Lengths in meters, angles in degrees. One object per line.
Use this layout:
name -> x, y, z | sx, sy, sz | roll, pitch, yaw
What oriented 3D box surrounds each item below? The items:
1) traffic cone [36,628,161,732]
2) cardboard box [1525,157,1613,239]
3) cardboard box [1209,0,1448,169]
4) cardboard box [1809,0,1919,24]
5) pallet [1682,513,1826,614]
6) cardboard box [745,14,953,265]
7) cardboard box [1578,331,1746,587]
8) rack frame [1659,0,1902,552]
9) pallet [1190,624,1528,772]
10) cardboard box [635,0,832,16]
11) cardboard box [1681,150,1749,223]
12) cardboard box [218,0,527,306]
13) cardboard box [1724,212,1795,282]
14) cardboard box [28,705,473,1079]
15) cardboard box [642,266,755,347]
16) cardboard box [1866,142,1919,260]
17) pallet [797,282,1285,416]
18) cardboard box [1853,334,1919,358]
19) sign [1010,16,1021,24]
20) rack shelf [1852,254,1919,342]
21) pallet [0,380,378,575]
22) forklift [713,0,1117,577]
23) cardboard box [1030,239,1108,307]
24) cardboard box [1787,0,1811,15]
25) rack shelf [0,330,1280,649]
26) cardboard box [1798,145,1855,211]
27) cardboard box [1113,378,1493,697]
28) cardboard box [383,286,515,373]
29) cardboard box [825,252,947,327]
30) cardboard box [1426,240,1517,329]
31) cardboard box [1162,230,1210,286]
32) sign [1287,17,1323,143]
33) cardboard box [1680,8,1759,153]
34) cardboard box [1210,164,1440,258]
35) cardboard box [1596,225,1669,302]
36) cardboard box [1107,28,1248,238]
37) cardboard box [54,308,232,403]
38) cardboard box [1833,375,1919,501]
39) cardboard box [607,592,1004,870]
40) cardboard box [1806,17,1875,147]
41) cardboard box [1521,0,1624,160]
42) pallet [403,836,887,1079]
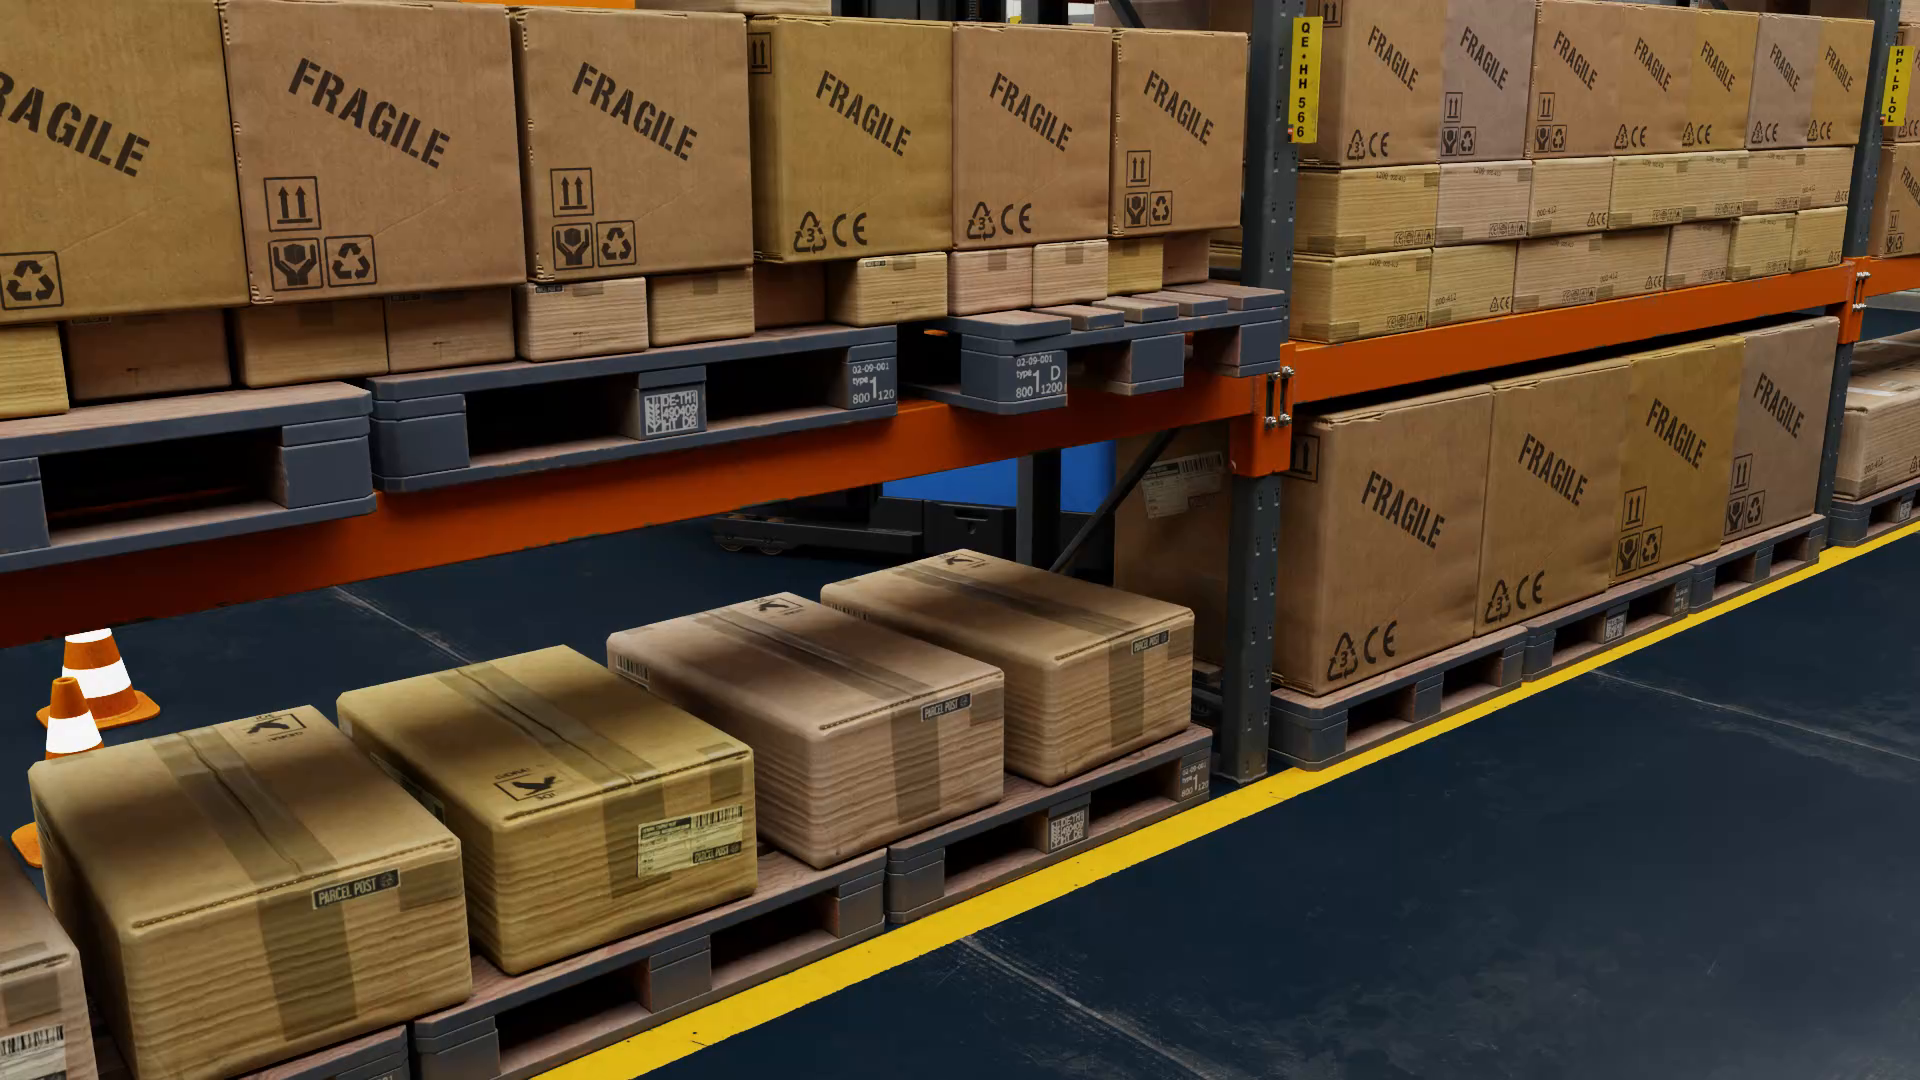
traffic cone -> -2.880, 0.361, 5.501 | 0.334, 0.463, 0.336 | -13, 19, -39
cardboard box -> 1.878, -1.192, 5.721 | 0.500, 0.250, 0.500 | -13, 20, -40
cardboard box -> 1.092, -1.383, 4.984 | 0.500, 0.500, 0.500 | -14, 20, -41
cardboard box -> 3.985, -2.341, 7.313 | 0.250, 0.149, 0.380 | -13, 20, -40
pallet -> 3.044, -0.001, 7.343 | 1.213, 0.211, 1.003 | -13, 19, -39
cardboard box -> -0.364, -0.904, 3.738 | 0.500, 0.500, 0.500 | -14, 21, -43
cardboard box -> 2.485, -0.394, 6.718 | 0.875, 0.875, 0.875 | -12, 19, -38
rack frame -> 3.577, -1.493, 7.528 | 0.127, 3.000, 1.000 | -13, 19, -39
pallet -> 1.203, 0.413, 5.796 | 1.213, 0.211, 1.003 | -13, 19, -39
cardboard box -> -0.490, -1.192, 3.559 | 0.250, 0.149, 0.380 | -14, 20, -42
cardboard box -> 2.645, -1.365, 6.371 | 0.500, 0.250, 0.500 | -12, 19, -38
cardboard box -> -1.157, -0.723, 3.059 | 0.500, 0.500, 0.500 | -13, 20, -40
cardboard box -> 3.019, -1.210, 6.757 | 0.500, 0.250, 0.500 | -13, 20, -40
cardboard box -> -1.524, 0.717, 3.532 | 0.625, 0.372, 0.950 | -11, 19, -36
cardboard box -> -0.650, -0.518, 3.549 | 0.250, 0.149, 0.380 | -13, 20, -41
cardboard box -> 4.103, -1.570, 7.622 | 0.500, 0.500, 0.500 | -12, 19, -38
pallet -> 0.092, -0.581, 4.486 | 1.003, 0.211, 1.213 | -13, 19, -39
cardboard box -> 5.477, -0.848, 9.263 | 0.875, 0.438, 0.875 | -12, 19, -38
sign -> 0.192, -1.483, 5.244 | 0.005, 0.325, 0.100 | -13, 19, -39
rack shelf -> 5.086, -1.484, 8.889 | 4.000, 0.370, 1.077 | -13, 19, -39
pallet -> -1.786, -0.146, 2.858 | 1.213, 0.211, 1.003 | -13, 19, -39
forklift -> -0.595, -1.470, 7.573 | 3.031, 2.935, 1.130 | 5, 16, 19
cardboard box -> 0.151, -0.685, 4.175 | 0.250, 0.149, 0.380 | -13, 20, -40
cardboard box -> 3.870, -2.476, 7.818 | 0.250, 0.149, 0.380 | -12, 19, -38
rack shelf -> -0.950, -0.129, 3.815 | 4.000, 0.370, 1.077 | -13, 19, -39
cardboard box -> 3.404, -1.540, 7.026 | 0.500, 0.250, 0.500 | -13, 20, -39
cardboard box -> 1.135, -0.093, 5.589 | 0.875, 0.875, 0.875 | -13, 20, -40
cardboard box -> -1.067, -0.432, 3.228 | 0.250, 0.149, 0.380 | -12, 19, -39
cardboard box -> -0.243, -0.594, 3.836 | 0.250, 0.149, 0.380 | -12, 19, -38
cardboard box -> 1.469, -0.868, 5.476 | 0.500, 0.250, 0.500 | -13, 20, -41
cardboard box -> 0.466, -0.796, 4.590 | 0.250, 0.149, 0.380 | -12, 19, -37
sign -> 0.923, -1.233, 4.462 | 0.005, 0.325, 0.100 | -13, 19, -39
cardboard box -> 2.624, -1.729, 6.279 | 0.500, 0.500, 0.500 | -12, 19, -38
cardboard box -> 1.104, -1.022, 5.087 | 0.500, 0.250, 0.500 | -13, 20, -40
cardboard box -> 2.239, -1.040, 6.120 | 0.500, 0.250, 0.500 | -13, 19, -39
cardboard box -> 0.399, -1.079, 4.395 | 0.500, 0.500, 0.500 | -13, 20, -41
cardboard box -> -1.476, -0.355, 2.940 | 0.250, 0.149, 0.380 | -11, 19, -36
cardboard box -> 4.121, -0.544, 8.124 | 0.875, 0.438, 0.875 | -13, 20, -40
cardboard box -> -0.425, 0.471, 4.451 | 0.625, 0.372, 0.950 | -13, 20, -40
cardboard box -> 3.405, -1.900, 6.920 | 0.500, 0.500, 0.500 | -12, 19, -38
cardboard box -> 1.860, -1.553, 5.622 | 0.500, 0.500, 0.500 | -12, 19, -38
pallet -> -0.951, 0.869, 4.087 | 1.213, 0.211, 1.003 | -13, 19, -39
